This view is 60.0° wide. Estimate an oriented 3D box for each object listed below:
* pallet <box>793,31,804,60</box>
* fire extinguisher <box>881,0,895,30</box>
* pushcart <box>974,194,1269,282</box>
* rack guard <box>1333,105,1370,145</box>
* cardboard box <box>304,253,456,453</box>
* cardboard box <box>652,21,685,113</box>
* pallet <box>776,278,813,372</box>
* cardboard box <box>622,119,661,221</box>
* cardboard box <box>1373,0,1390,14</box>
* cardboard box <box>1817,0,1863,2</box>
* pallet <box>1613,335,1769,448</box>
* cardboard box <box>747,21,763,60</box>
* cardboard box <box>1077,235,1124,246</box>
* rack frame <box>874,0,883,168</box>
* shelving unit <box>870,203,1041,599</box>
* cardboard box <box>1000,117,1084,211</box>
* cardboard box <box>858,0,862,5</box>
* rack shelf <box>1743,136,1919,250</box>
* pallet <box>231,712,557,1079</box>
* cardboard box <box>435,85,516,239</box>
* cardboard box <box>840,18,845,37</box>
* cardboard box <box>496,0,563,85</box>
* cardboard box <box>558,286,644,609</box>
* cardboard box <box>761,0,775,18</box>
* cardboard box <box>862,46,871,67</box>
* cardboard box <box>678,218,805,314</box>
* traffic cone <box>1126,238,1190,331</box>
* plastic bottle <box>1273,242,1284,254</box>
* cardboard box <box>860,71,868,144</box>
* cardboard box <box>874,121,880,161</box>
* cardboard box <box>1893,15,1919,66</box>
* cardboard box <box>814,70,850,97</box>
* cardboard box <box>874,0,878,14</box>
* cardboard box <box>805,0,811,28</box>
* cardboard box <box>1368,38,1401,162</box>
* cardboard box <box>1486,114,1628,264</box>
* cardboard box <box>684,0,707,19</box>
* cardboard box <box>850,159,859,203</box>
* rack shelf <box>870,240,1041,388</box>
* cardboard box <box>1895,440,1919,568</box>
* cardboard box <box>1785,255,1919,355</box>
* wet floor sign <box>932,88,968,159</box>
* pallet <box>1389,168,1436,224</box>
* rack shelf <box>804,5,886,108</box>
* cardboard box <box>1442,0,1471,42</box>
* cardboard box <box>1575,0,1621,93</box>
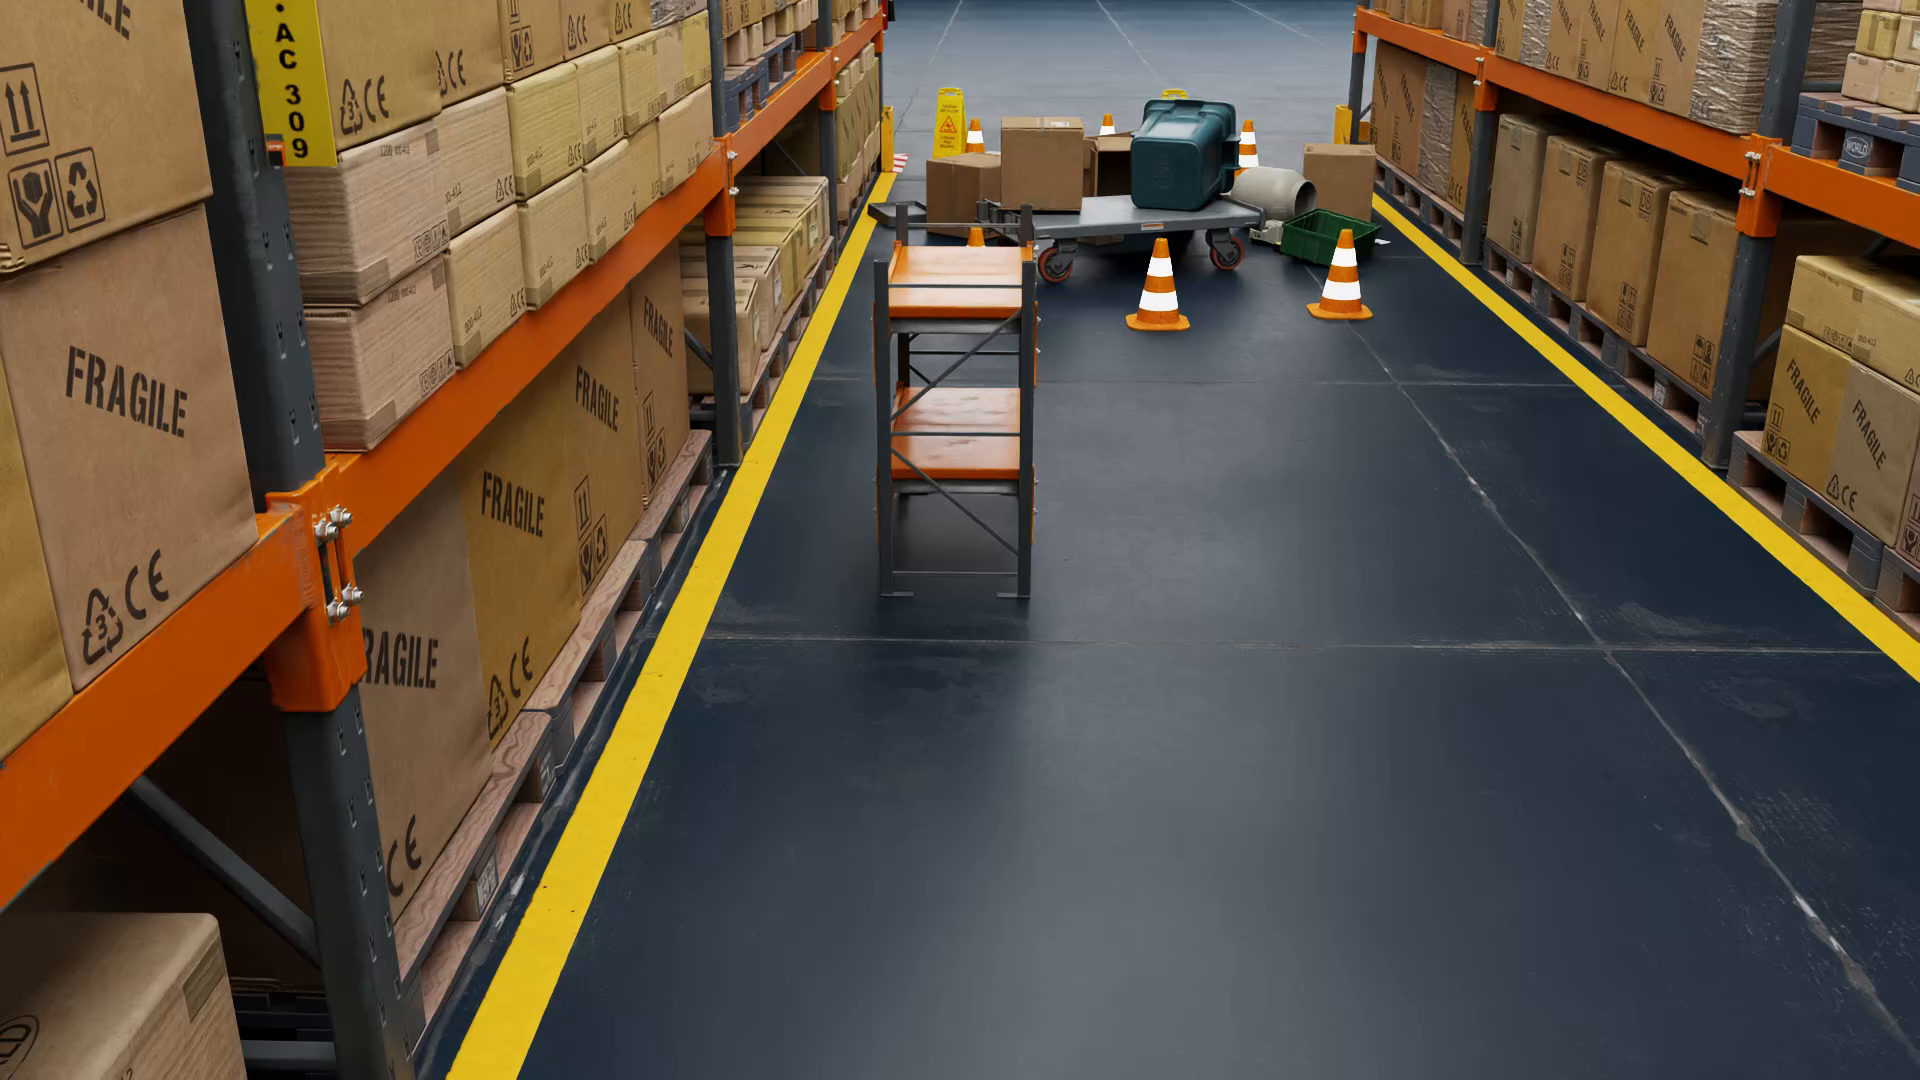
[{"bbox_3d":[-1.444,-2.795,9.350,1.003,0.211,1.213,1,21,2],"label":"pallet"},{"bbox_3d":[-0.690,-4.605,13.859,0.296,0.674,0.183,1,21,2],"label":"fire extinguisher"},{"bbox_3d":[1.005,-1.929,10.480,1.648,0.377,0.936,-7,22,-17],"label":"pushcart"},{"bbox_3d":[3.797,-3.431,14.179,1.175,0.500,0.348,1,21,2],"label":"rack guard"},{"bbox_3d":[-1.242,-0.353,2.999,0.500,0.250,0.500,0,21,0],"label":"cardboard box"},{"bbox_3d":[-1.170,-1.512,5.297,0.500,0.250,0.500,0,21,0],"label":"cardboard box"},{"bbox_3d":[-1.332,-1.135,8.663,1.003,0.211,1.213,1,21,2],"label":"pallet"},{"bbox_3d":[-1.185,-1.090,4.899,0.500,0.250,0.500,0,21,1],"label":"cardboard box"},{"bbox_3d":[3.831,-4.523,13.331,0.875,0.550,0.550,1,21,2],"label":"cardboard box"},{"bbox_3d":[3.577,-2.370,6.469,0.700,0.500,0.500,1,21,1],"label":"cardboard box"},{"bbox_3d":[3.653,-0.679,7.487,1.003,0.211,1.213,1,21,2],"label":"pallet"},{"bbox_3d":[-1.076,-2.206,7.335,0.380,0.149,0.250,1,21,2],"label":"cardboard box"},{"bbox_3d":[0.894,-2.155,11.216,0.258,0.266,0.396,-16,26,-35],"label":"cardboard box"},{"bbox_3d":[-1.154,-4.605,13.751,1.000,3.000,0.127,1,21,2],"label":"rack frame"},{"bbox_3d":[0.000,-0.522,5.819,0.538,1.125,1.048,1,21,2],"label":"shelving unit"},{"bbox_3d":[0.504,-2.338,10.316,0.500,0.500,0.500,1,21,2],"label":"cardboard box"},{"bbox_3d":[-0.968,-4.046,11.761,0.500,0.500,0.500,1,21,2],"label":"cardboard box"},{"bbox_3d":[3.493,-0.636,4.516,1.077,0.370,4.000,1,21,2],"label":"rack shelf"},{"bbox_3d":[-1.571,0.754,3.794,1.003,0.211,1.213,1,21,2],"label":"pallet"},{"bbox_3d":[-1.236,-0.774,3.394,0.500,0.250,0.500,1,21,2],"label":"cardboard box"},{"bbox_3d":[-0.970,-3.430,11.068,0.380,0.149,0.250,1,21,3],"label":"cardboard box"},{"bbox_3d":[-1.213,-1.301,3.714,0.500,0.500,0.500,0,21,0],"label":"cardboard box"},{"bbox_3d":[-1.533,-0.347,5.132,0.875,0.875,0.875,1,21,2],"label":"cardboard box"},{"bbox_3d":[-1.134,-2.634,7.542,0.500,0.500,0.500,1,21,3],"label":"cardboard box"},{"bbox_3d":[-0.873,-3.654,12.587,0.380,0.149,0.250,1,21,3],"label":"cardboard box"},{"bbox_3d":[-1.327,-1.429,8.616,0.950,0.372,0.625,1,21,3],"label":"cardboard box"},{"bbox_3d":[1.077,-1.397,8.989,0.336,0.463,0.334,1,21,2],"label":"traffic cone"},{"bbox_3d":[2.175,-1.888,10.809,0.133,0.061,0.283,-11,24,-26],"label":"plastic bottle"},{"bbox_3d":[-0.953,-3.205,12.326,0.500,0.500,0.500,0,21,0],"label":"cardboard box"},{"bbox_3d":[-0.910,-3.215,13.389,0.500,0.250,0.500,1,21,1],"label":"cardboard box"},{"bbox_3d":[3.332,-1.641,5.468,0.380,0.149,0.250,2,21,4],"label":"cardboard box"},{"bbox_3d":[-0.924,-2.980,10.849,0.380,0.149,0.250,1,21,2],"label":"cardboard box"},{"bbox_3d":[-0.848,-4.258,13.203,0.380,0.149,0.250,0,21,1],"label":"cardboard box"},{"bbox_3d":[-1.013,-2.860,9.019,0.380,0.149,0.250,0,21,1],"label":"cardboard box"},{"bbox_3d":[3.842,-3.547,13.379,0.875,0.875,0.875,1,21,2],"label":"cardboard box"},{"bbox_3d":[3.746,-2.063,9.727,1.050,0.750,0.750,1,21,1],"label":"cardboard box"},{"bbox_3d":[-1.152,-2.036,5.608,0.500,0.500,0.500,0,21,0],"label":"cardboard box"},{"bbox_3d":[-0.983,-2.476,11.485,0.500,0.250,0.500,2,21,5],"label":"cardboard box"},{"bbox_3d":[0.000,-0.795,5.713,0.538,0.278,1.000,1,21,2],"label":"rack shelf"},{"bbox_3d":[3.254,-0.105,5.027,0.500,0.500,0.500,0,21,0],"label":"cardboard box"},{"bbox_3d":[3.290,-0.828,5.855,0.500,0.250,0.500,0,21,-1],"label":"cardboard box"},{"bbox_3d":[-0.079,-3.565,14.324,0.267,0.644,0.232,8,23,20],"label":"wet floor sign"},{"bbox_3d":[3.811,-2.557,12.328,1.003,0.211,1.213,1,21,2],"label":"pallet"},{"bbox_3d":[-1.215,-3.547,12.017,1.077,0.370,4.000,1,21,2],"label":"rack shelf"},{"bbox_3d":[3.668,-3.544,10.808,0.875,0.550,0.550,1,21,2],"label":"cardboard box"},{"bbox_3d":[3.342,-2.454,8.068,0.500,0.500,0.500,1,21,2],"label":"cardboard box"}]
